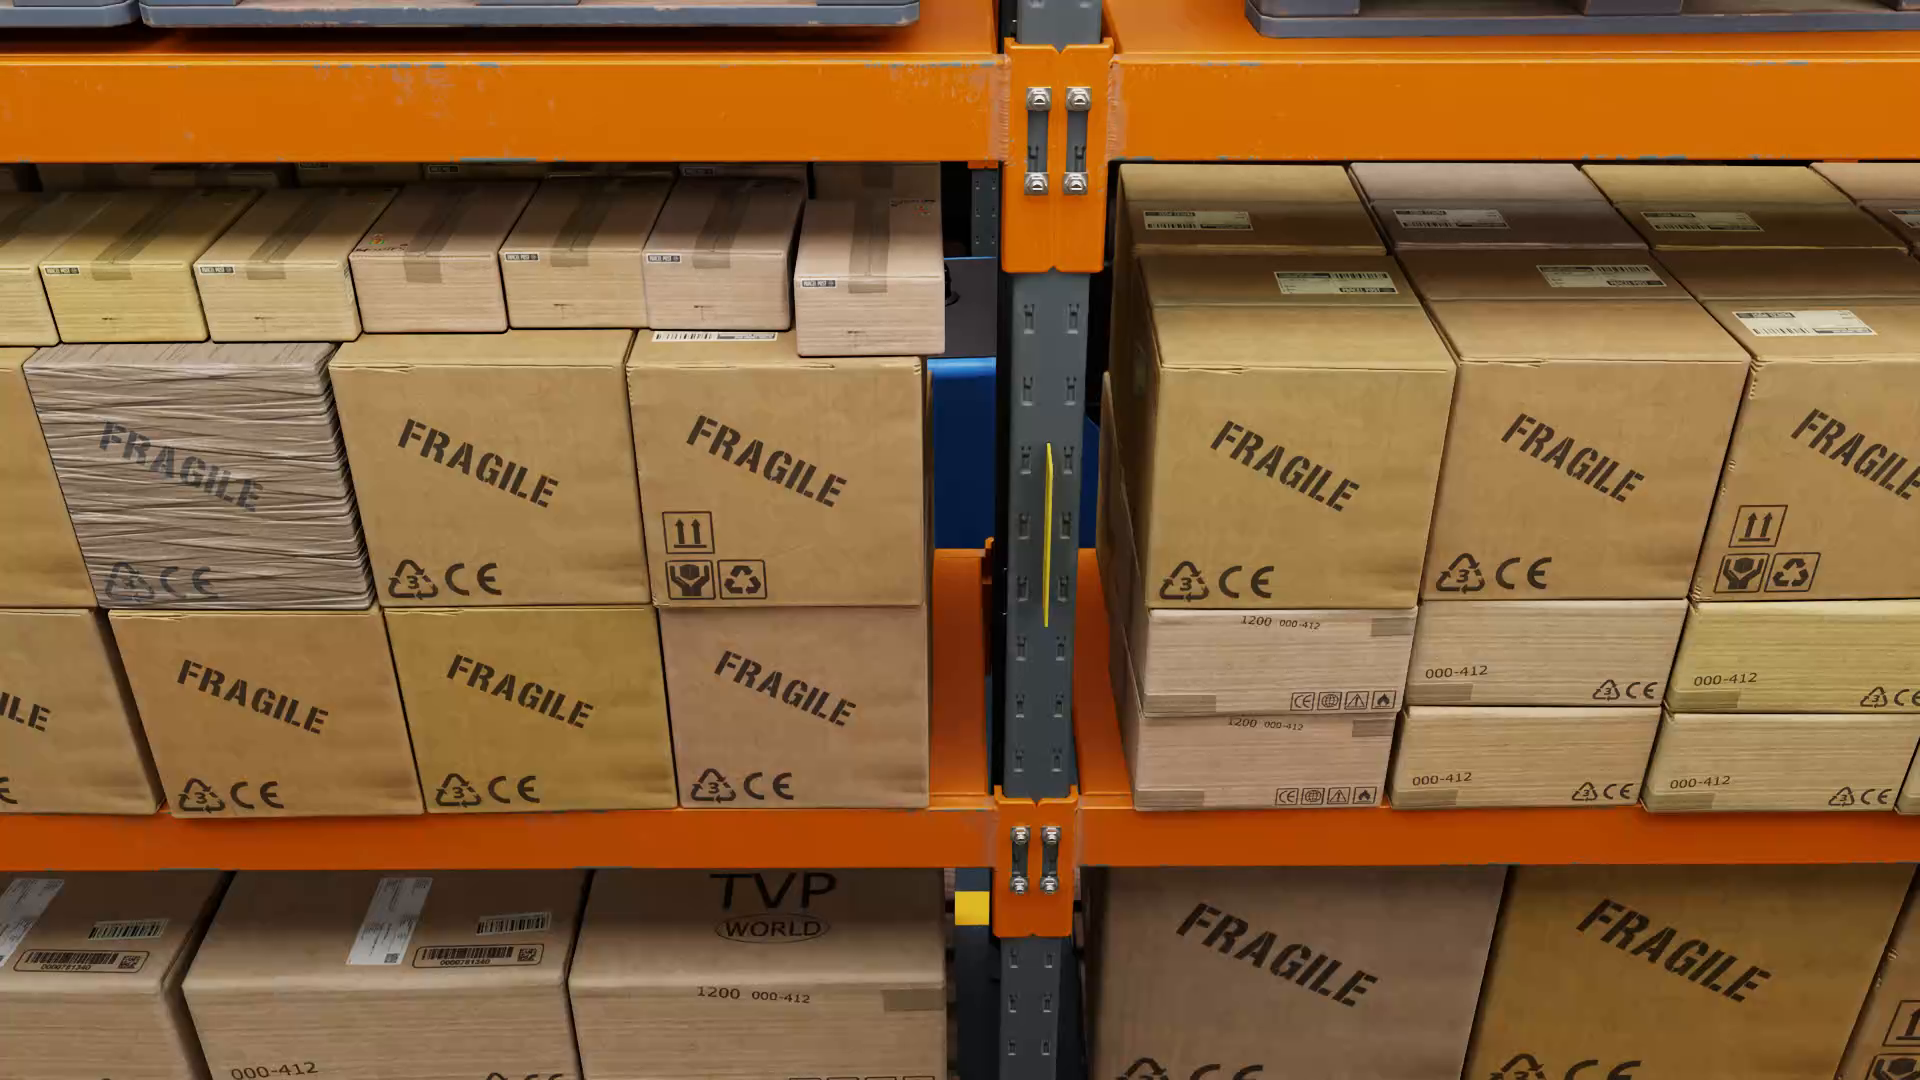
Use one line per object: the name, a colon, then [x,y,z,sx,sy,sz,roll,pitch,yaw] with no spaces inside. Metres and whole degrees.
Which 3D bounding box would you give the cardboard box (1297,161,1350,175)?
cardboard box: [1.783,-1.753,8.126,0.250,0.149,0.380,1,31,1]

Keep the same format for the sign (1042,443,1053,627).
sign: [0.155,-0.006,2.957,0.005,0.325,0.100,0,31,0]

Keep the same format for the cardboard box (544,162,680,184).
cardboard box: [-0.678,-0.739,3.391,0.250,0.149,0.380,-1,31,-1]

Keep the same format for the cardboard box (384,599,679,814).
cardboard box: [-0.826,0.206,3.423,0.500,0.500,0.500,-1,31,-2]

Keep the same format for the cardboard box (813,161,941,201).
cardboard box: [-0.167,-0.771,3.444,0.250,0.149,0.380,-1,31,-1]

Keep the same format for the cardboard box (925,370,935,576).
cardboard box: [-0.320,-0.067,3.873,0.500,0.500,0.500,1,31,1]

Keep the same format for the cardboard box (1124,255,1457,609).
cardboard box: [0.592,-0.213,3.148,0.500,0.500,0.500,0,31,0]

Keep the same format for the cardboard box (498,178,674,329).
cardboard box: [-0.669,-0.531,3.048,0.250,0.149,0.380,0,31,0]

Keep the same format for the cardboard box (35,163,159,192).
cardboard box: [-1.690,-0.776,3.452,0.250,0.149,0.380,0,31,0]

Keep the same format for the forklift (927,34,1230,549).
forklift: [1.023,-1.238,5.965,3.031,2.935,1.130,-2,31,-4]

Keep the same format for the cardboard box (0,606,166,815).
cardboard box: [-1.852,0.209,3.418,0.500,0.500,0.500,1,31,1]

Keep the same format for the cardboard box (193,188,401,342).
cardboard box: [-1.172,-0.502,3.000,0.250,0.149,0.380,0,31,-1]

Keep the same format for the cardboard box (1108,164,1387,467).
cardboard box: [0.596,-0.492,3.609,0.500,0.500,0.500,1,31,1]

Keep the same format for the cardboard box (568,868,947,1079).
cardboard box: [-0.478,0.972,4.321,0.875,0.438,0.875,-1,31,-1]

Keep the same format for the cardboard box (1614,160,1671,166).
cardboard box: [3.352,-1.716,8.065,0.250,0.149,0.380,-2,31,-3]

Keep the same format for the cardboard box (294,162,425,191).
cardboard box: [-1.193,-0.785,3.466,0.250,0.149,0.380,-1,31,-2]

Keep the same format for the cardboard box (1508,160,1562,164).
cardboard box: [2.824,-1.760,8.139,0.250,0.149,0.380,1,31,1]

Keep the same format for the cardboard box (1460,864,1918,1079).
cardboard box: [1.673,0.789,4.202,0.875,0.875,0.875,1,31,1]

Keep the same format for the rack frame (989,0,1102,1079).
rack frame: [0.151,0.110,3.677,0.127,3.000,1.000,0,31,0]

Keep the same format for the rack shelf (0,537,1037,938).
rack shelf: [-1.849,0.424,3.853,4.000,0.370,1.077,0,31,0]

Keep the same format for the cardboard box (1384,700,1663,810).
cardboard box: [1.110,0.307,3.496,0.500,0.250,0.500,-1,31,-2]

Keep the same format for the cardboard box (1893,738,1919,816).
cardboard box: [2.122,0.317,3.480,0.500,0.250,0.500,-1,31,-1]

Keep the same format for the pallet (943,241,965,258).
pallet: [-0.570,-1.271,8.641,1.213,0.211,1.003,0,31,0]

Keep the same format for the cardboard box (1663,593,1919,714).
cardboard box: [1.618,0.101,3.354,0.500,0.250,0.500,0,31,0]

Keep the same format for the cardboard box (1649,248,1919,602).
cardboard box: [1.602,-0.229,3.175,0.500,0.500,0.500,-1,31,-2]

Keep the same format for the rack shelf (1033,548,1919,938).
rack shelf: [2.150,0.411,3.874,4.000,0.370,1.077,0,31,0]

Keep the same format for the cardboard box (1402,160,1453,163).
cardboard box: [2.298,-1.743,8.110,0.250,0.149,0.380,-2,31,-3]

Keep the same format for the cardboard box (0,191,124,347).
cardboard box: [-1.680,-0.492,2.983,0.250,0.149,0.380,0,31,0]

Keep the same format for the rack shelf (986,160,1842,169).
rack shelf: [2.117,-2.163,8.118,4.000,0.370,1.077,0,31,0]

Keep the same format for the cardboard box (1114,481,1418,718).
cardboard box: [0.592,0.105,3.347,0.500,0.250,0.500,-1,31,-2]

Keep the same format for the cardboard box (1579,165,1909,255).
cardboard box: [1.620,-0.489,3.604,0.500,0.500,0.500,1,31,1]

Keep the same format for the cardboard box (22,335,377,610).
cardboard box: [-1.336,-0.212,3.147,0.500,0.500,0.500,0,31,0]

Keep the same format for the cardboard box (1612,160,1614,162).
cardboard box: [3.328,-2.039,8.598,0.250,0.149,0.380,1,31,1]

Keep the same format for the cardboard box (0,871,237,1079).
cardboard box: [-2.275,0.977,4.313,0.875,0.438,0.875,1,31,1]

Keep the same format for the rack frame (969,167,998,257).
rack frame: [0.117,-2.465,7.921,0.127,3.000,1.000,0,31,0]

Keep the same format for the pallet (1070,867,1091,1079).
pallet: [0.922,1.261,4.469,1.213,0.211,1.003,0,31,0]

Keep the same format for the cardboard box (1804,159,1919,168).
cardboard box: [4.741,-1.636,8.440,0.625,0.625,0.875,1,31,1]

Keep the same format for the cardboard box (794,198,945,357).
cardboard box: [-0.156,-0.472,2.950,0.250,0.149,0.380,-1,31,-1]

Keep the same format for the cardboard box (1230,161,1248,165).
cardboard box: [1.284,-1.772,8.158,0.250,0.149,0.380,-1,31,-1]

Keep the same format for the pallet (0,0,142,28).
pallet: [-1.885,-1.135,2.923,1.213,0.211,1.003,0,31,0]

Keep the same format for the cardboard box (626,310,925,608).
cardboard box: [-0.320,-0.216,3.153,0.500,0.500,0.500,0,31,-1]
